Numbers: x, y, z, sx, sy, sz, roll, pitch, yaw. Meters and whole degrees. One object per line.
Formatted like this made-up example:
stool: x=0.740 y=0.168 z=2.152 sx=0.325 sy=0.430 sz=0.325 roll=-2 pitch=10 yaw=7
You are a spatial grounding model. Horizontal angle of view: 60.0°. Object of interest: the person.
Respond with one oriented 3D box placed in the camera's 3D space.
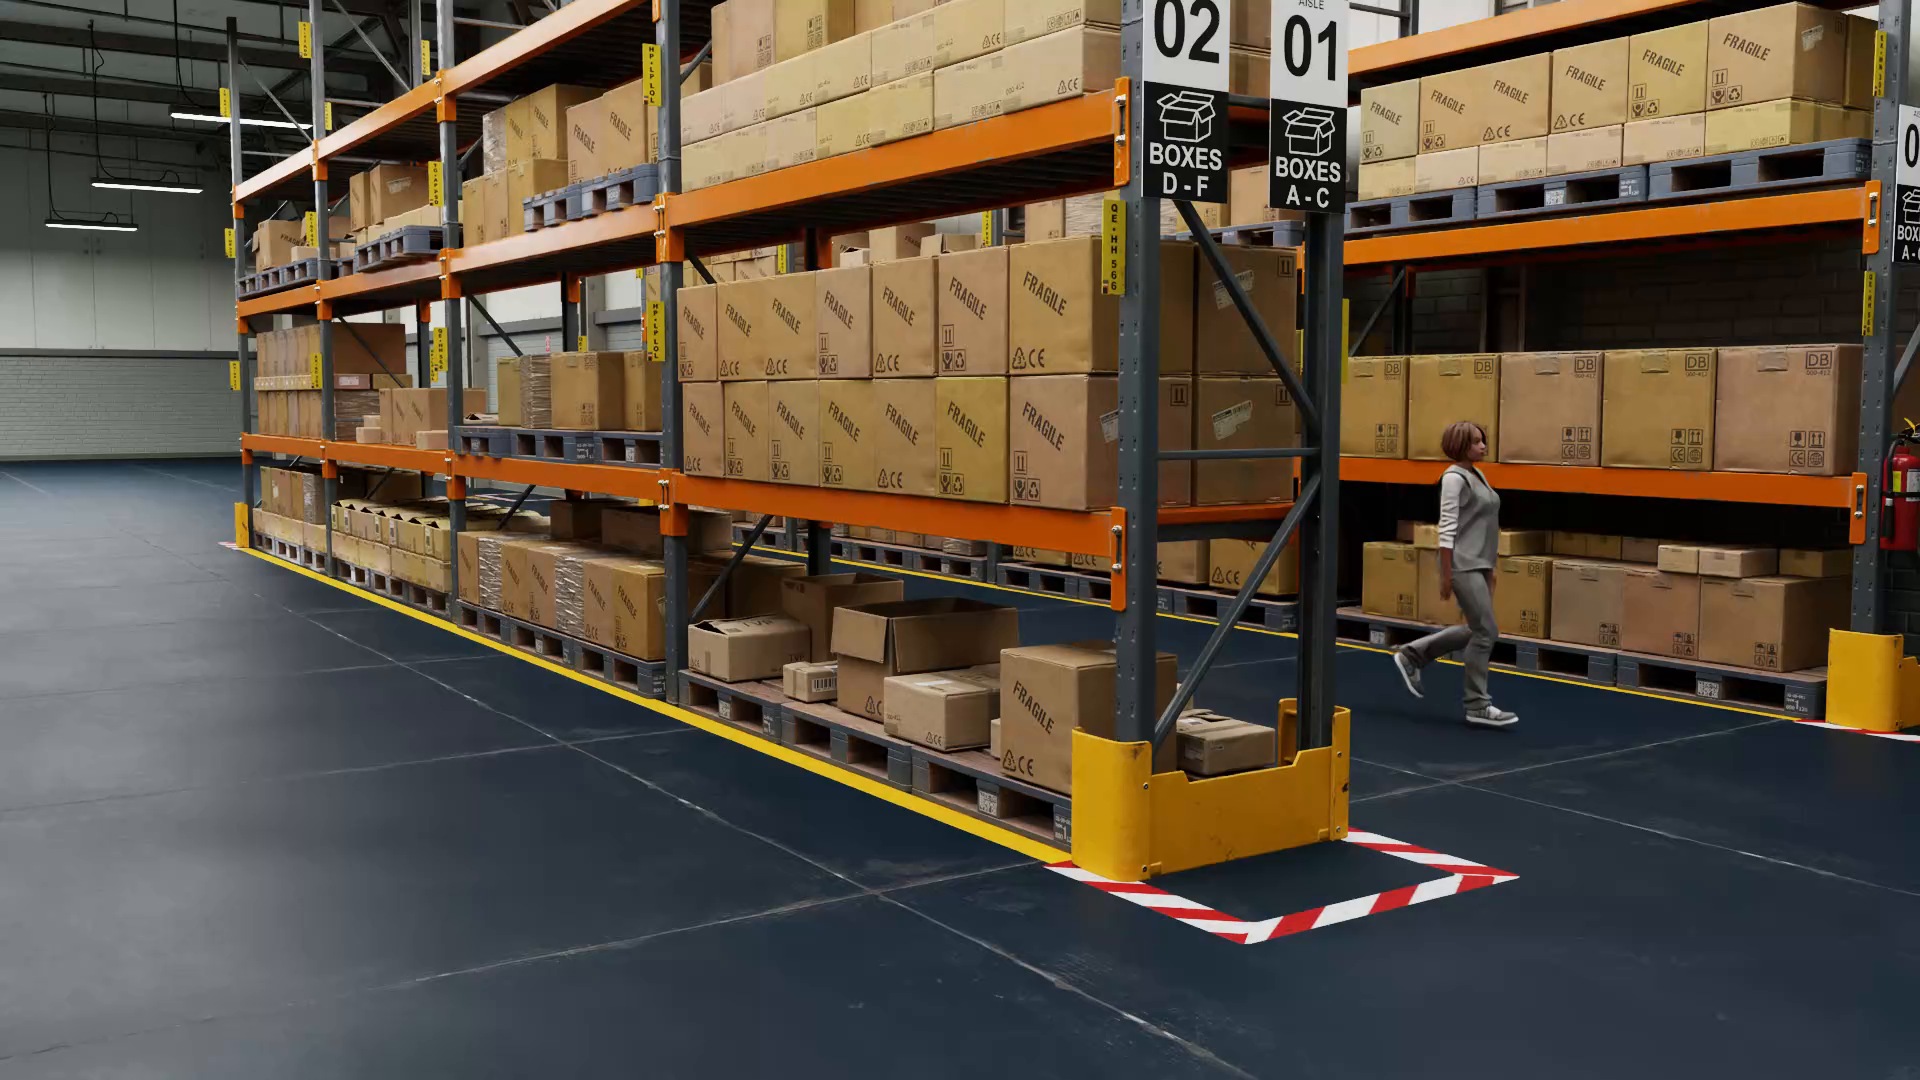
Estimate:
person: x=2.610 y=0.159 z=8.733 sx=0.693 sy=1.573 sz=0.410 roll=3 pitch=6 yaw=31
